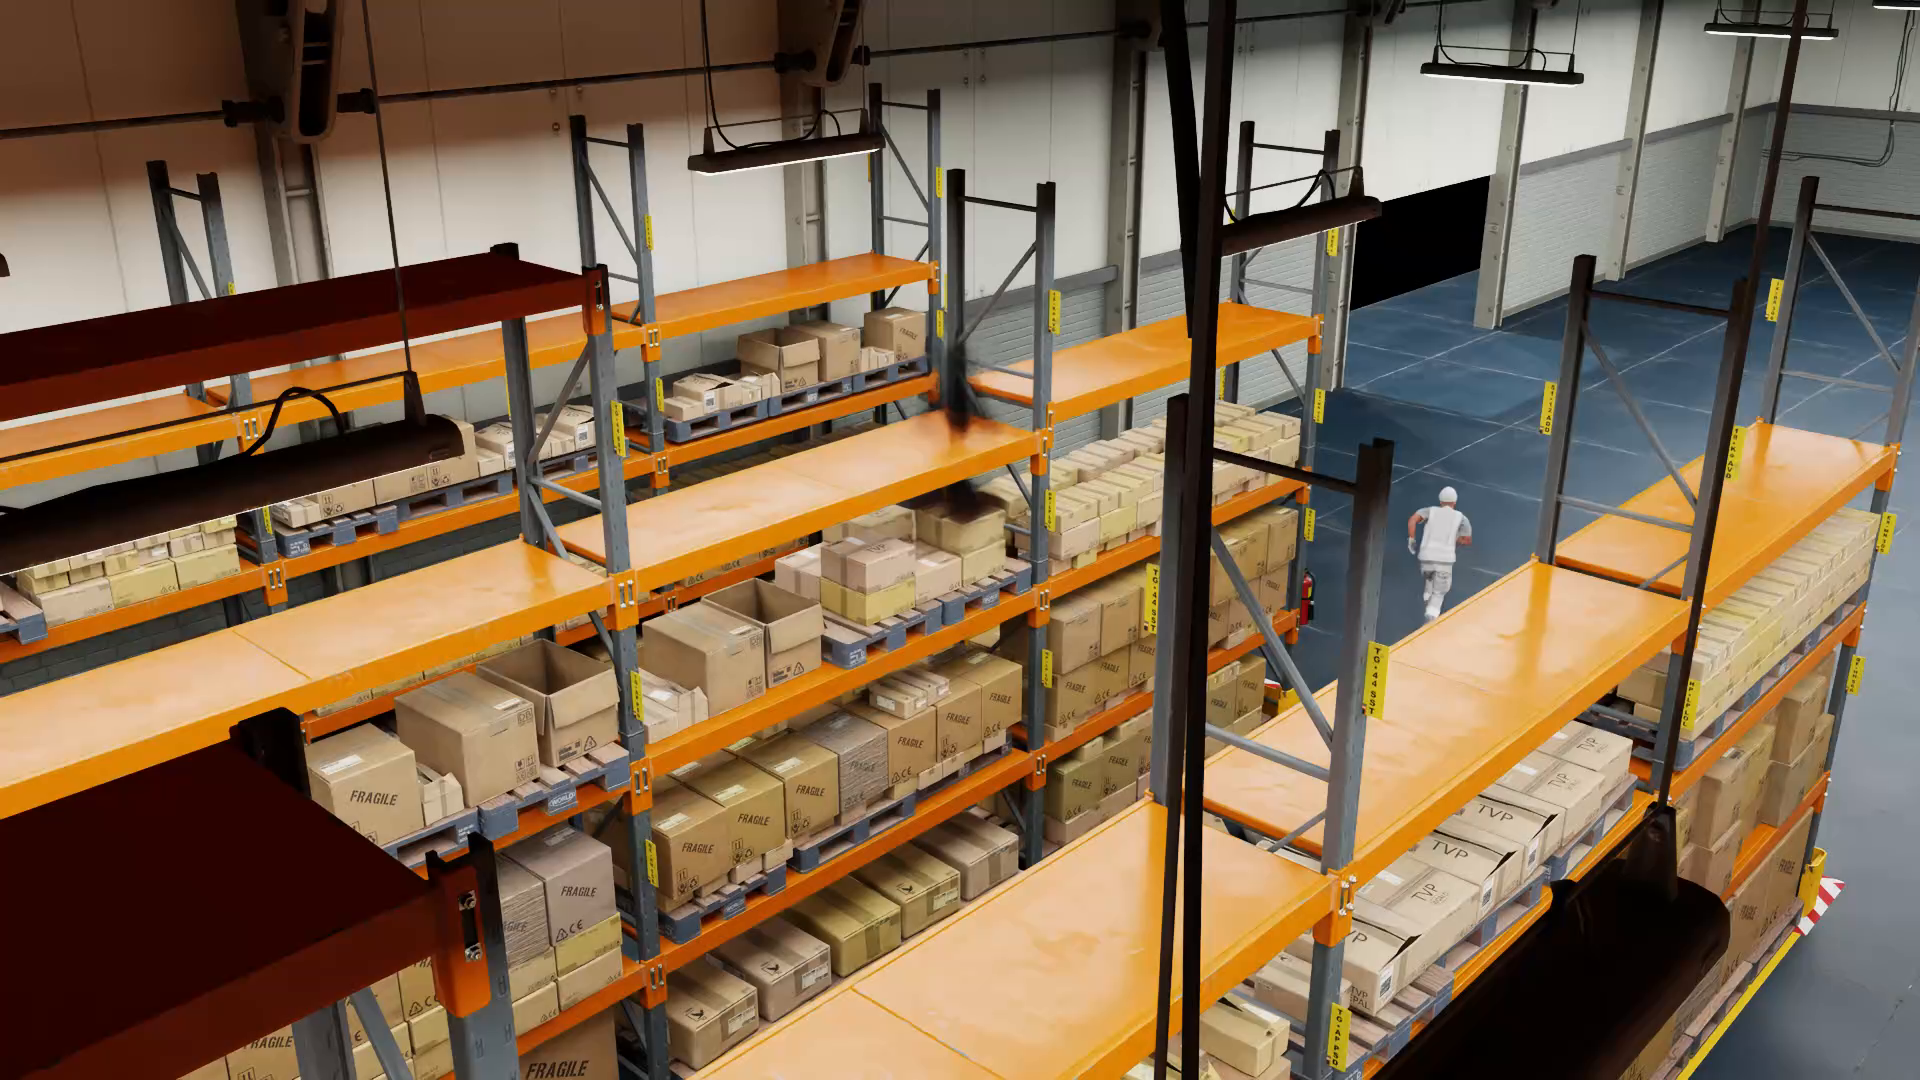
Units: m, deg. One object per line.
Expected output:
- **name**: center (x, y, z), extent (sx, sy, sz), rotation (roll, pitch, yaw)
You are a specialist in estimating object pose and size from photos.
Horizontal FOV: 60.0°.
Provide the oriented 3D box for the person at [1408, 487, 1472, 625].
- **person**: center (5.409, 0.322, 18.930), extent (0.705, 1.730, 1.033), rotation (9, 23, 21)
